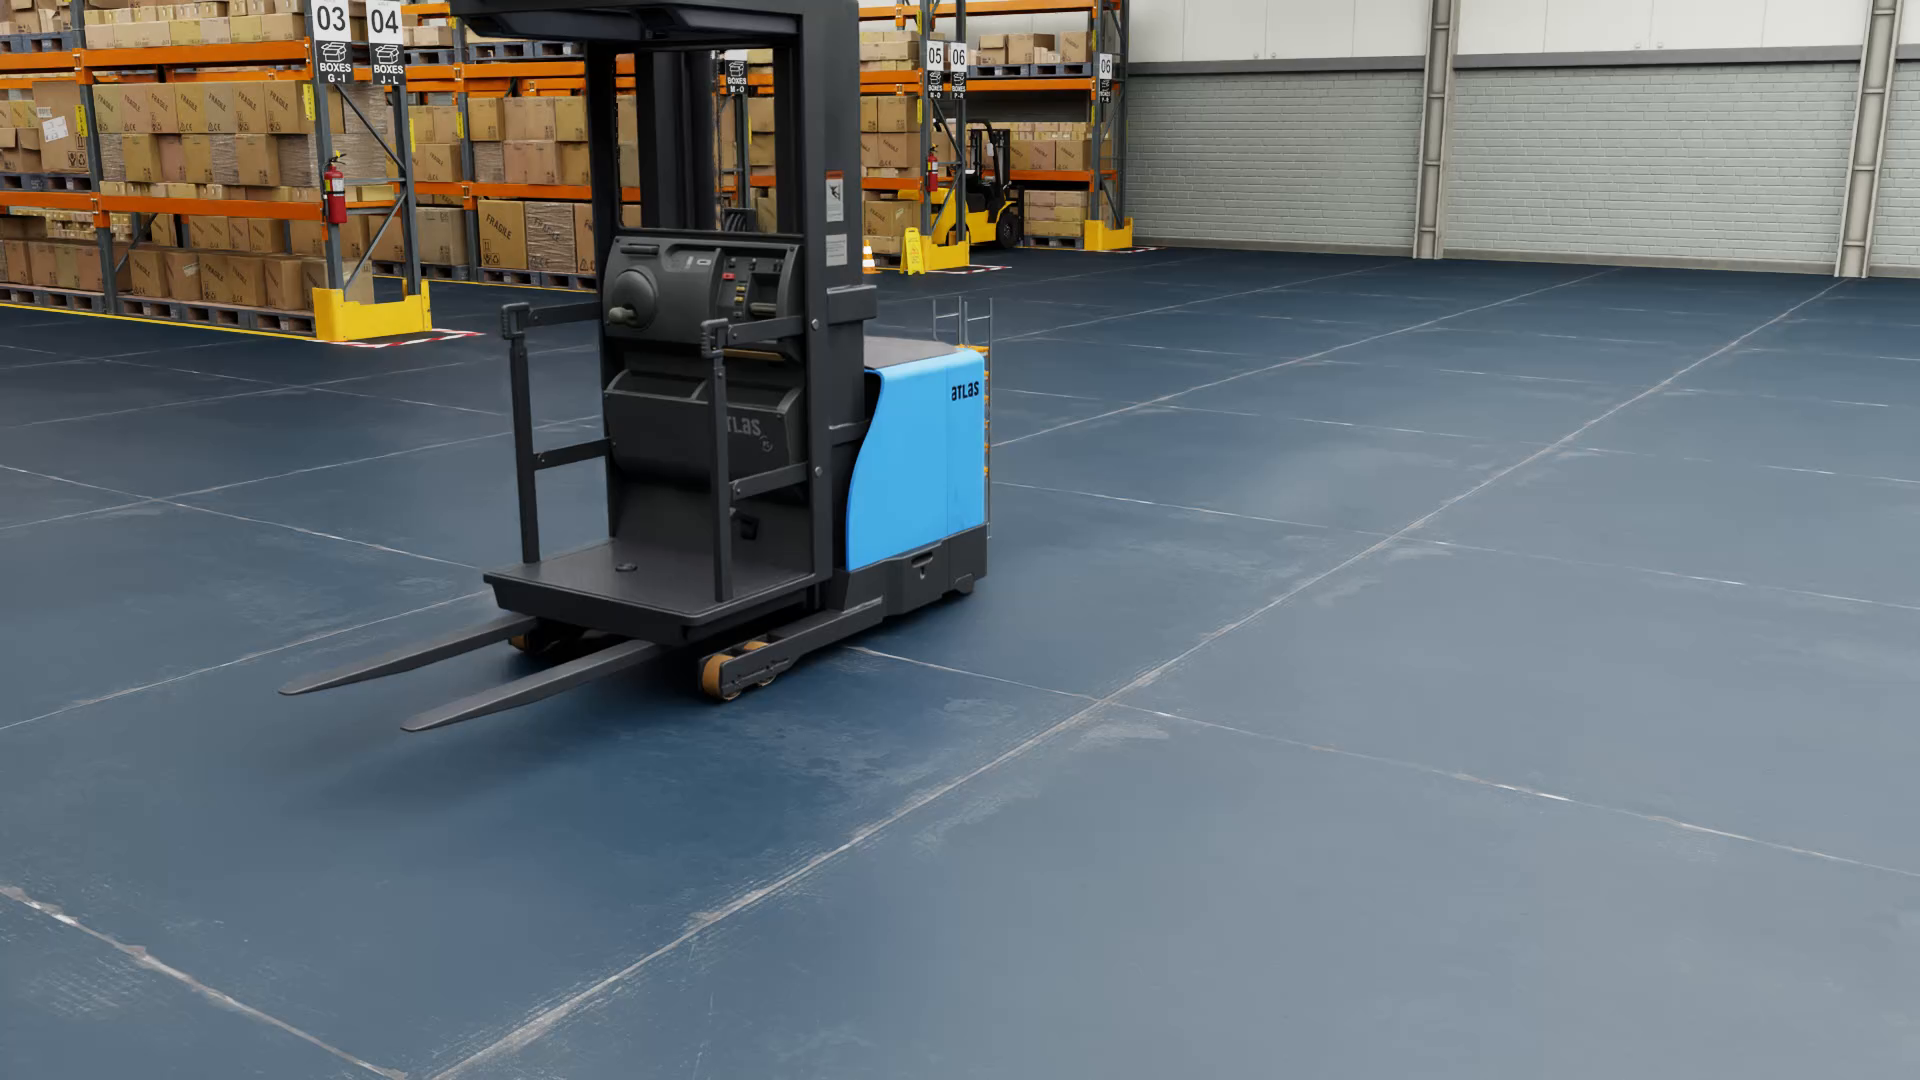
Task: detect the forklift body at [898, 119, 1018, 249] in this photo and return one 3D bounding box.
[{"bbox_3d":[-0.067,-5.941,27.848,1.214,2.155,2.313,9,17,33],"label":"forklift body"}]

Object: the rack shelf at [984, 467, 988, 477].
[{"bbox_3d":[0.012,-0.304,8.240,0.180,0.103,0.258,9,17,33],"label":"rack shelf"}]

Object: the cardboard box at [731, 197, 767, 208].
[{"bbox_3d":[-3.223,-5.109,26.008,0.500,0.500,0.500,10,17,35],"label":"cardboard box"}]

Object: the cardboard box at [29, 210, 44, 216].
[{"bbox_3d":[-15.519,-5.516,28.186,0.250,0.149,0.380,9,17,33],"label":"cardboard box"}]

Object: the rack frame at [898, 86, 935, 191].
[{"bbox_3d":[-0.794,-6.999,30.356,0.127,3.000,1.000,9,17,33],"label":"rack frame"}]

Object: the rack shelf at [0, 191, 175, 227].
[{"bbox_3d":[-10.752,-3.952,19.543,4.000,0.370,1.077,9,17,33],"label":"rack shelf"}]

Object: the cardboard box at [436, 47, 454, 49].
[{"bbox_3d":[-6.962,-6.784,22.683,0.380,0.149,0.250,9,17,33],"label":"cardboard box"}]

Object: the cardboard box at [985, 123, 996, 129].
[{"bbox_3d":[0.635,-7.218,29.063,0.250,0.149,0.380,9,17,33],"label":"cardboard box"}]

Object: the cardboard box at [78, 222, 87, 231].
[{"bbox_3d":[-14.368,-5.214,27.585,0.250,0.149,0.380,8,16,30],"label":"cardboard box"}]

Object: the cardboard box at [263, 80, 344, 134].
[{"bbox_3d":[-6.367,-4.200,16.137,0.500,0.500,0.500,9,17,33],"label":"cardboard box"}]

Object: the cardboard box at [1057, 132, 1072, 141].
[{"bbox_3d":[1.852,-6.845,28.175,0.250,0.149,0.380,9,17,34],"label":"cardboard box"}]

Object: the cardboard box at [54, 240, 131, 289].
[{"bbox_3d":[-9.975,-3.188,19.244,0.500,0.500,0.700,9,17,32],"label":"cardboard box"}]

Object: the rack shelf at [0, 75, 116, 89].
[{"bbox_3d":[-14.538,-7.457,27.457,4.000,0.370,1.077,9,17,33],"label":"rack shelf"}]

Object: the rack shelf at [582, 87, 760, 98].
[{"bbox_3d":[-5.773,-8.911,33.332,4.000,0.370,1.077,9,17,33],"label":"rack shelf"}]

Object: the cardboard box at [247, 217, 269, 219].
[{"bbox_3d":[-10.273,-4.939,24.800,0.500,0.250,0.500,9,16,31],"label":"cardboard box"}]

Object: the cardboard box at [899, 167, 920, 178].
[{"bbox_3d":[-0.672,-5.358,24.249,0.250,0.149,0.380,10,17,35],"label":"cardboard box"}]

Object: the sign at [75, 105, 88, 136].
[{"bbox_3d":[-9.399,-4.484,17.785,0.005,0.325,0.100,9,17,33],"label":"sign"}]

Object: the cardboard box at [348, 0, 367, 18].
[{"bbox_3d":[-5.873,-5.157,16.152,0.250,0.149,0.380,9,17,32],"label":"cardboard box"}]

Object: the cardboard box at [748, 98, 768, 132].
[{"bbox_3d":[-2.906,-6.512,25.480,0.500,0.500,0.700,9,17,33],"label":"cardboard box"}]

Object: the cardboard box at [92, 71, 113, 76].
[{"bbox_3d":[-13.436,-7.477,26.354,0.500,0.250,0.500,10,17,34],"label":"cardboard box"}]

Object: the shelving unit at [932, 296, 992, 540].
[{"bbox_3d":[0.012,-0.580,8.171,0.189,1.200,0.258,9,17,33],"label":"shelving unit"}]

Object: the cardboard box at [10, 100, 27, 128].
[{"bbox_3d":[-15.551,-7.117,27.922,0.500,0.500,0.500,10,17,34],"label":"cardboard box"}]

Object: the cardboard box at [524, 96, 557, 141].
[{"bbox_3d":[-5.061,-5.399,21.331,0.550,0.550,0.875,9,17,33],"label":"cardboard box"}]

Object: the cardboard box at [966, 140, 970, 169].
[{"bbox_3d":[0.290,-6.802,29.351,0.500,0.500,0.500,9,17,32],"label":"cardboard box"}]

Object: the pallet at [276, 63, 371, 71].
[{"bbox_3d":[-8.995,-6.834,23.837,1.003,0.211,1.213,10,17,35],"label":"pallet"}]

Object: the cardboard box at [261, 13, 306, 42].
[{"bbox_3d":[-6.315,-4.894,15.921,0.500,0.250,0.500,10,17,34],"label":"cardboard box"}]

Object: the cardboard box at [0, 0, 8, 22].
[{"bbox_3d":[-11.325,-6.068,19.102,0.500,0.500,0.500,9,16,31],"label":"cardboard box"}]

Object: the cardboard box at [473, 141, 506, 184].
[{"bbox_3d":[-5.927,-5.034,22.106,0.550,0.550,0.875,9,17,33],"label":"cardboard box"}]

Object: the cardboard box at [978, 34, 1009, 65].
[{"bbox_3d":[0.763,-8.476,28.780,0.637,0.503,0.797,10,17,35],"label":"cardboard box"}]

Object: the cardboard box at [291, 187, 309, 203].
[{"bbox_3d":[-6.332,-3.406,16.361,0.250,0.149,0.380,9,17,33],"label":"cardboard box"}]

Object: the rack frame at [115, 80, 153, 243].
[{"bbox_3d":[-12.878,-6.081,26.648,0.127,3.000,1.000,9,17,33],"label":"rack frame"}]

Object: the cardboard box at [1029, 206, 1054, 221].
[{"bbox_3d":[1.536,-5.647,28.701,0.500,0.250,0.500,9,17,32],"label":"cardboard box"}]

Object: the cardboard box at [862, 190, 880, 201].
[{"bbox_3d":[-1.395,-5.112,24.669,0.250,0.149,0.380,10,17,34],"label":"cardboard box"}]

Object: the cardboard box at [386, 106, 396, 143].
[{"bbox_3d":[-7.502,-5.744,22.997,0.500,0.500,0.700,9,17,33],"label":"cardboard box"}]

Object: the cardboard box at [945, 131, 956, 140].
[{"bbox_3d":[-0.066,-7.156,29.430,0.250,0.149,0.380,10,17,34],"label":"cardboard box"}]

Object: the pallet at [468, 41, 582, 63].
[{"bbox_3d":[-5.567,-6.310,21.512,1.213,0.211,1.003,9,17,33],"label":"pallet"}]

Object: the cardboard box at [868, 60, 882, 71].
[{"bbox_3d":[-1.121,-6.868,24.106,0.250,0.149,0.380,10,17,34],"label":"cardboard box"}]

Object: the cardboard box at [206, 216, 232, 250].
[{"bbox_3d":[-11.128,-4.710,25.434,0.500,0.500,0.500,8,16,30],"label":"cardboard box"}]

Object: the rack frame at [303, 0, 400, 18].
[{"bbox_3d":[-5.773,-6.409,15.486,0.127,3.000,1.000,9,17,33],"label":"rack frame"}]

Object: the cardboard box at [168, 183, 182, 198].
[{"bbox_3d":[-8.031,-3.660,17.388,0.250,0.149,0.380,9,17,33],"label":"cardboard box"}]

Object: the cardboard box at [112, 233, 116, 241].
[{"bbox_3d":[-13.563,-4.938,27.086,0.250,0.149,0.380,10,17,34],"label":"cardboard box"}]

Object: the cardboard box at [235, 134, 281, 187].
[{"bbox_3d":[-6.696,-3.812,16.653,0.500,0.500,0.875,9,17,33],"label":"cardboard box"}]

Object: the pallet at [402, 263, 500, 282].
[{"bbox_3d":[-6.922,-3.743,23.006,1.213,0.211,1.003,9,17,33],"label":"pallet"}]

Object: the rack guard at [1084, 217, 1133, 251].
[{"bbox_3d":[2.545,-5.246,28.476,0.348,0.500,1.175,9,17,33],"label":"rack guard"}]

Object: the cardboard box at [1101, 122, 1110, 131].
[{"bbox_3d":[2.365,-7.058,28.417,0.250,0.149,0.380,9,16,32],"label":"cardboard box"}]

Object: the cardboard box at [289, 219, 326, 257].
[{"bbox_3d":[-9.104,-4.557,24.298,0.750,0.750,1.050,9,16,32],"label":"cardboard box"}]

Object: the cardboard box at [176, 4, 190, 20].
[{"bbox_3d":[-7.659,-5.310,16.771,0.250,0.149,0.380,10,17,34],"label":"cardboard box"}]

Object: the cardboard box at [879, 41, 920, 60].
[{"bbox_3d":[-0.817,-7.015,23.871,0.500,0.250,0.500,9,16,32],"label":"cardboard box"}]

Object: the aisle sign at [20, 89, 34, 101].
[{"bbox_3d":[-16.091,-7.949,28.784,0.004,0.787,0.394,9,17,33],"label":"aisle sign"}]

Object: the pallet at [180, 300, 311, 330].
[{"bbox_3d":[-7.499,-2.433,17.713,1.213,0.211,1.003,9,17,33],"label":"pallet"}]

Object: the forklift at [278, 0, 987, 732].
[{"bbox_3d":[-1.111,-0.974,6.158,1.130,2.935,3.031,9,17,32],"label":"forklift"}]
